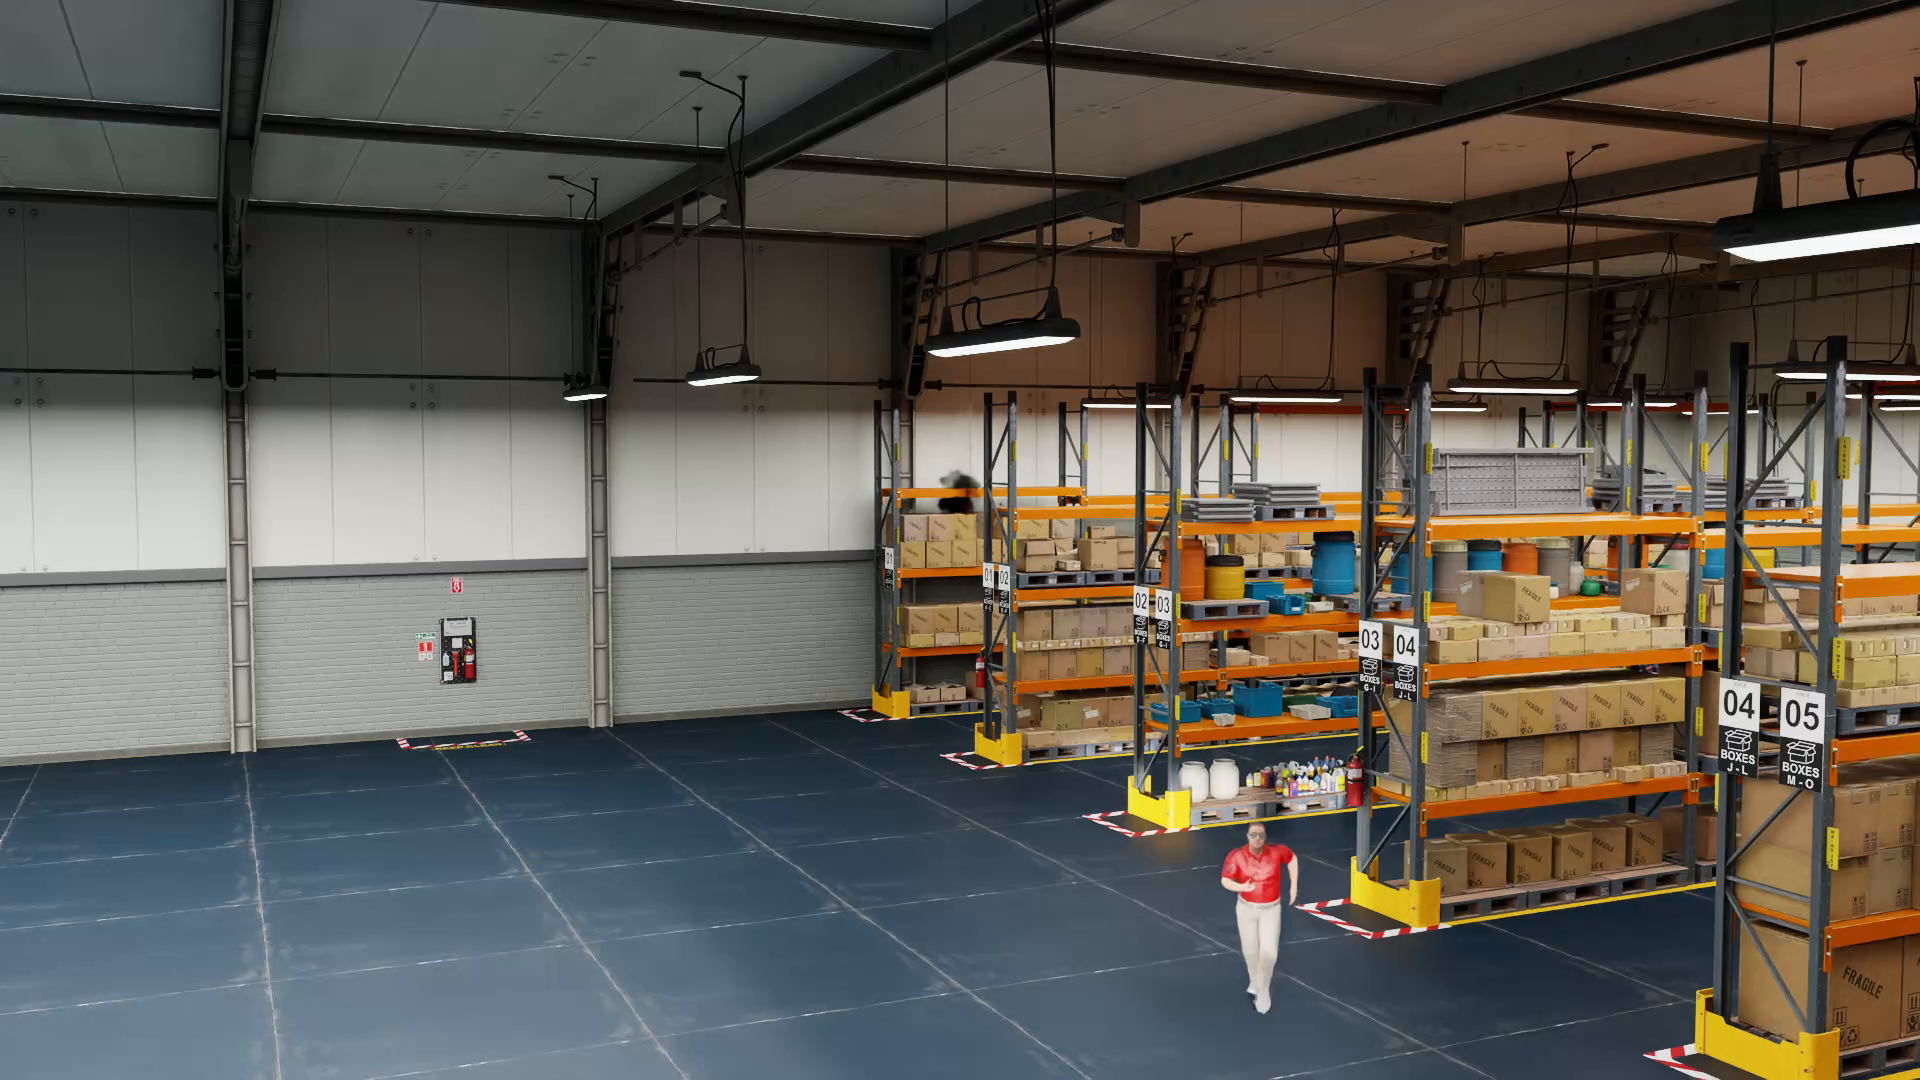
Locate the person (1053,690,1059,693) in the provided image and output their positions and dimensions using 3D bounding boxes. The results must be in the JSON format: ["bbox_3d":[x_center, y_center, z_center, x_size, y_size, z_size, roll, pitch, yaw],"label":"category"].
[{"bbox_3d":[1.737,2.258,30.112,0.740,1.907,0.664,-3,4,-39],"label":"person"}]

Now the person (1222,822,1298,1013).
[{"bbox_3d":[2.742,3.428,15.226,0.690,1.744,0.845,1,3,9],"label":"person"}]
